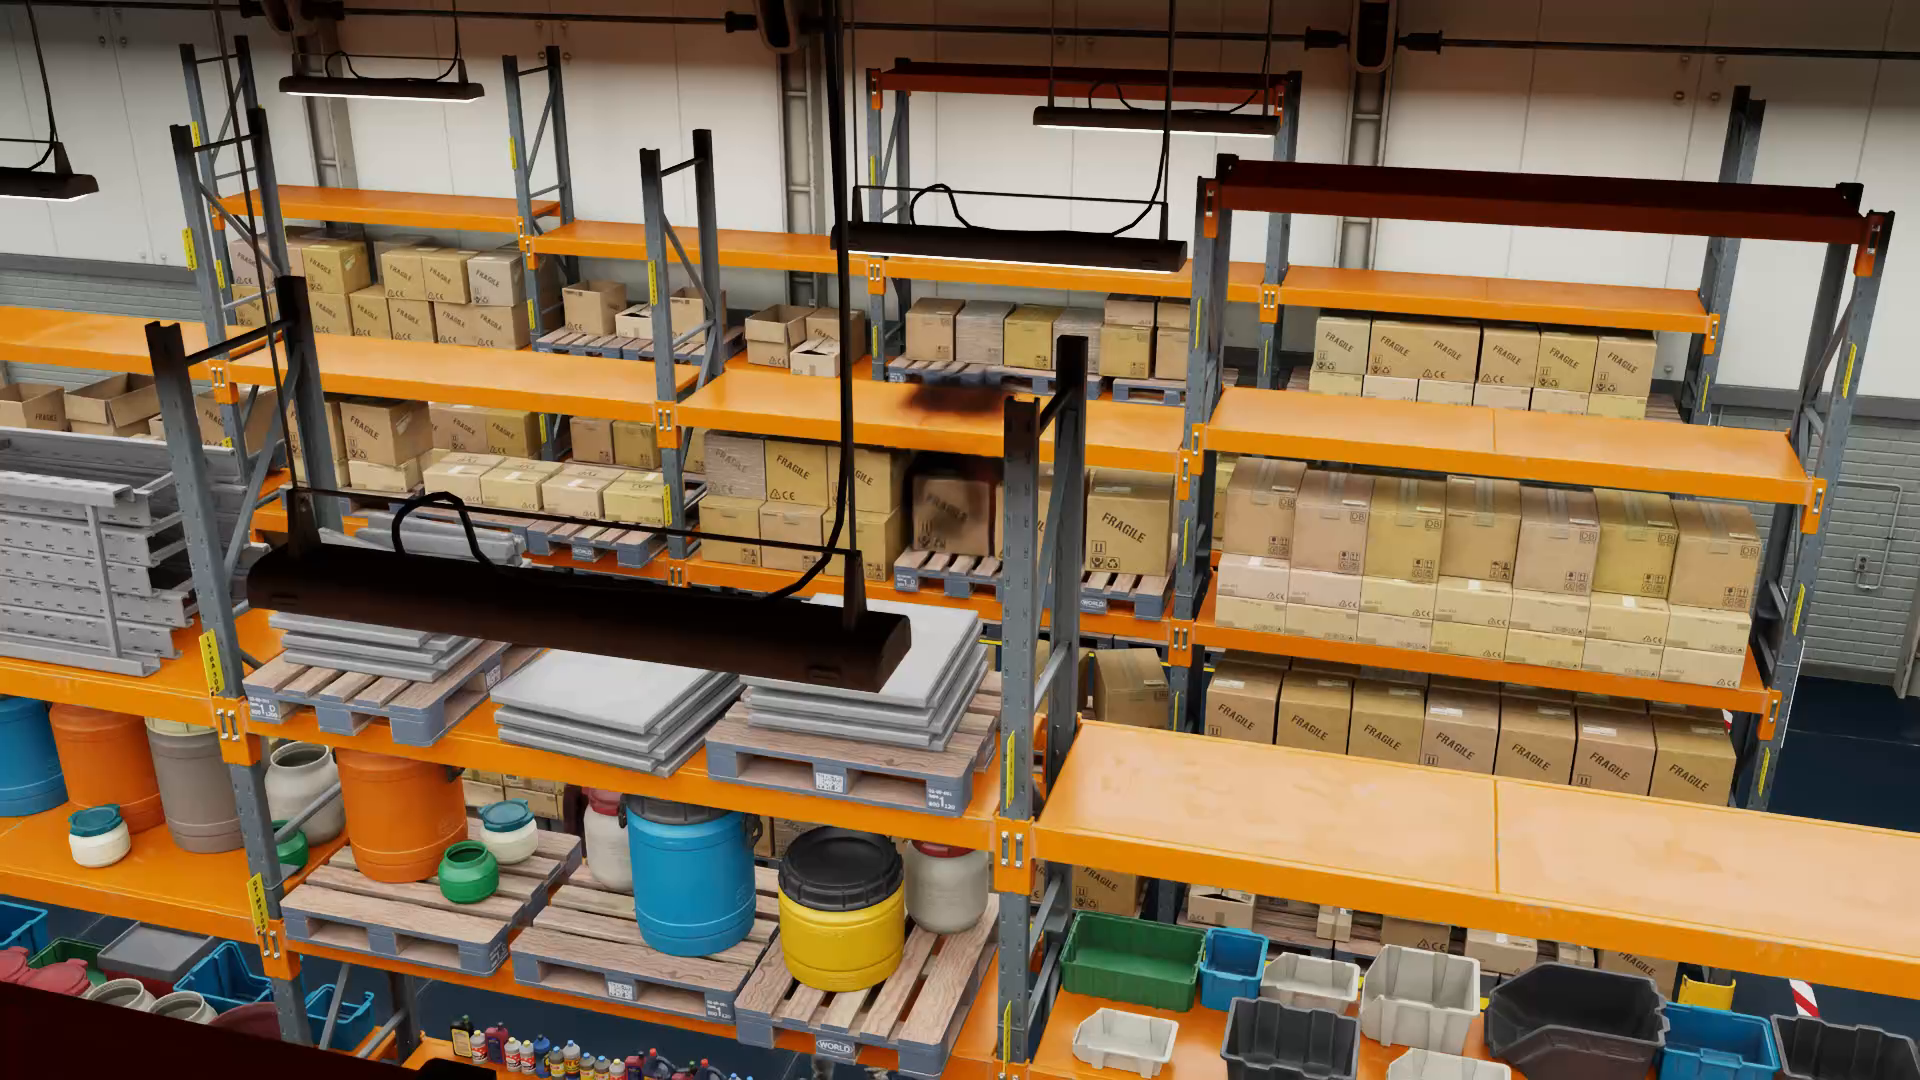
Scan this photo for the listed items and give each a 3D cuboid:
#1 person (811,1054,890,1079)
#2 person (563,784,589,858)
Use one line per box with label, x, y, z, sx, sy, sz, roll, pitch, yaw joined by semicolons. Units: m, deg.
person;-0.792;3.014;11.078;0.705;1.769;0.590;-19;29;-39
person;-2.771;2.278;12.984;0.626;1.652;0.449;-1;23;-3
